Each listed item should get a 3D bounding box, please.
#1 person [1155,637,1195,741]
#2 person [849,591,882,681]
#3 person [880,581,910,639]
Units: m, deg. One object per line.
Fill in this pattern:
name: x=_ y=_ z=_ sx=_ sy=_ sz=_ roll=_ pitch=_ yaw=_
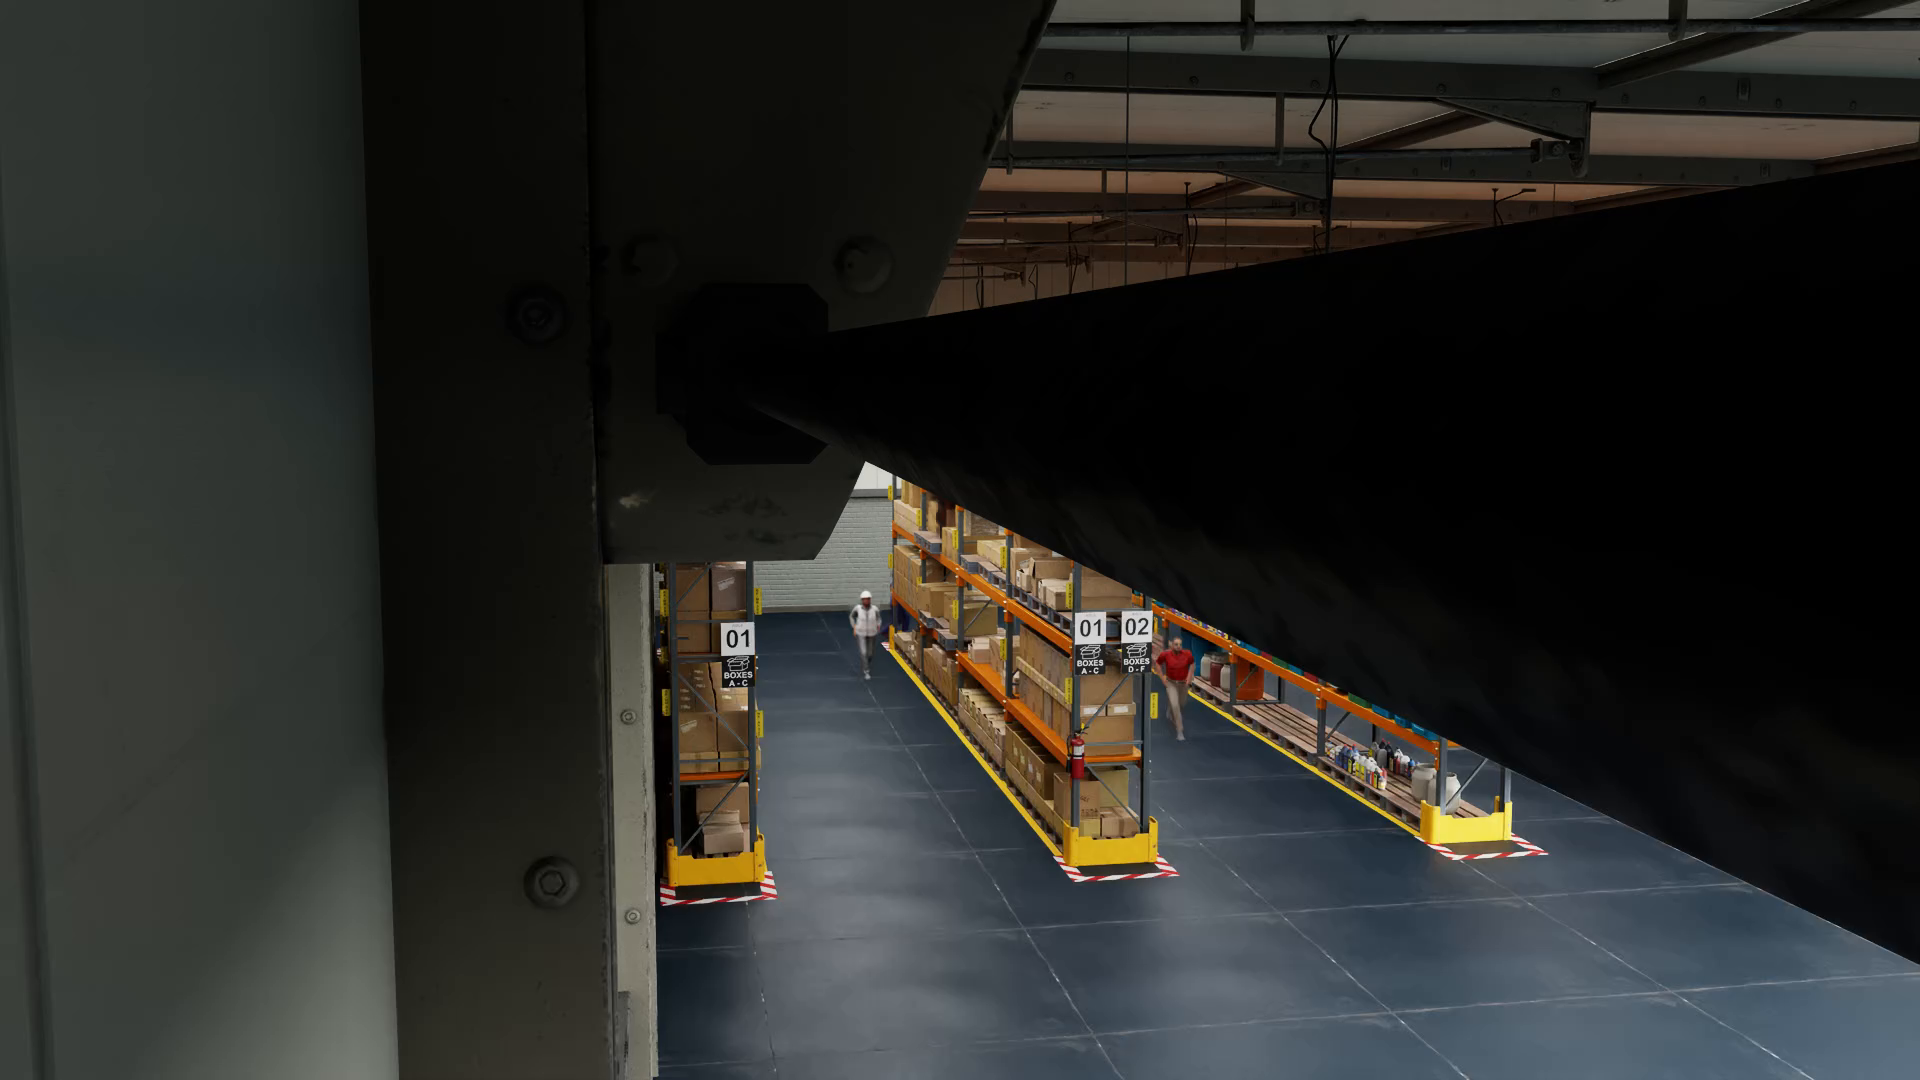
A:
person: x=3.640 y=2.472 z=28.161 sx=0.663 sy=1.733 sz=1.036 roll=-1 pitch=6 yaw=-8
person: x=-1.889 y=1.878 z=33.245 sx=0.646 sy=1.760 sz=0.877 roll=-1 pitch=6 yaw=-13
person: x=-1.414 y=1.466 z=37.523 sx=0.793 sy=1.652 sz=0.641 roll=-1 pitch=6 yaw=-9
